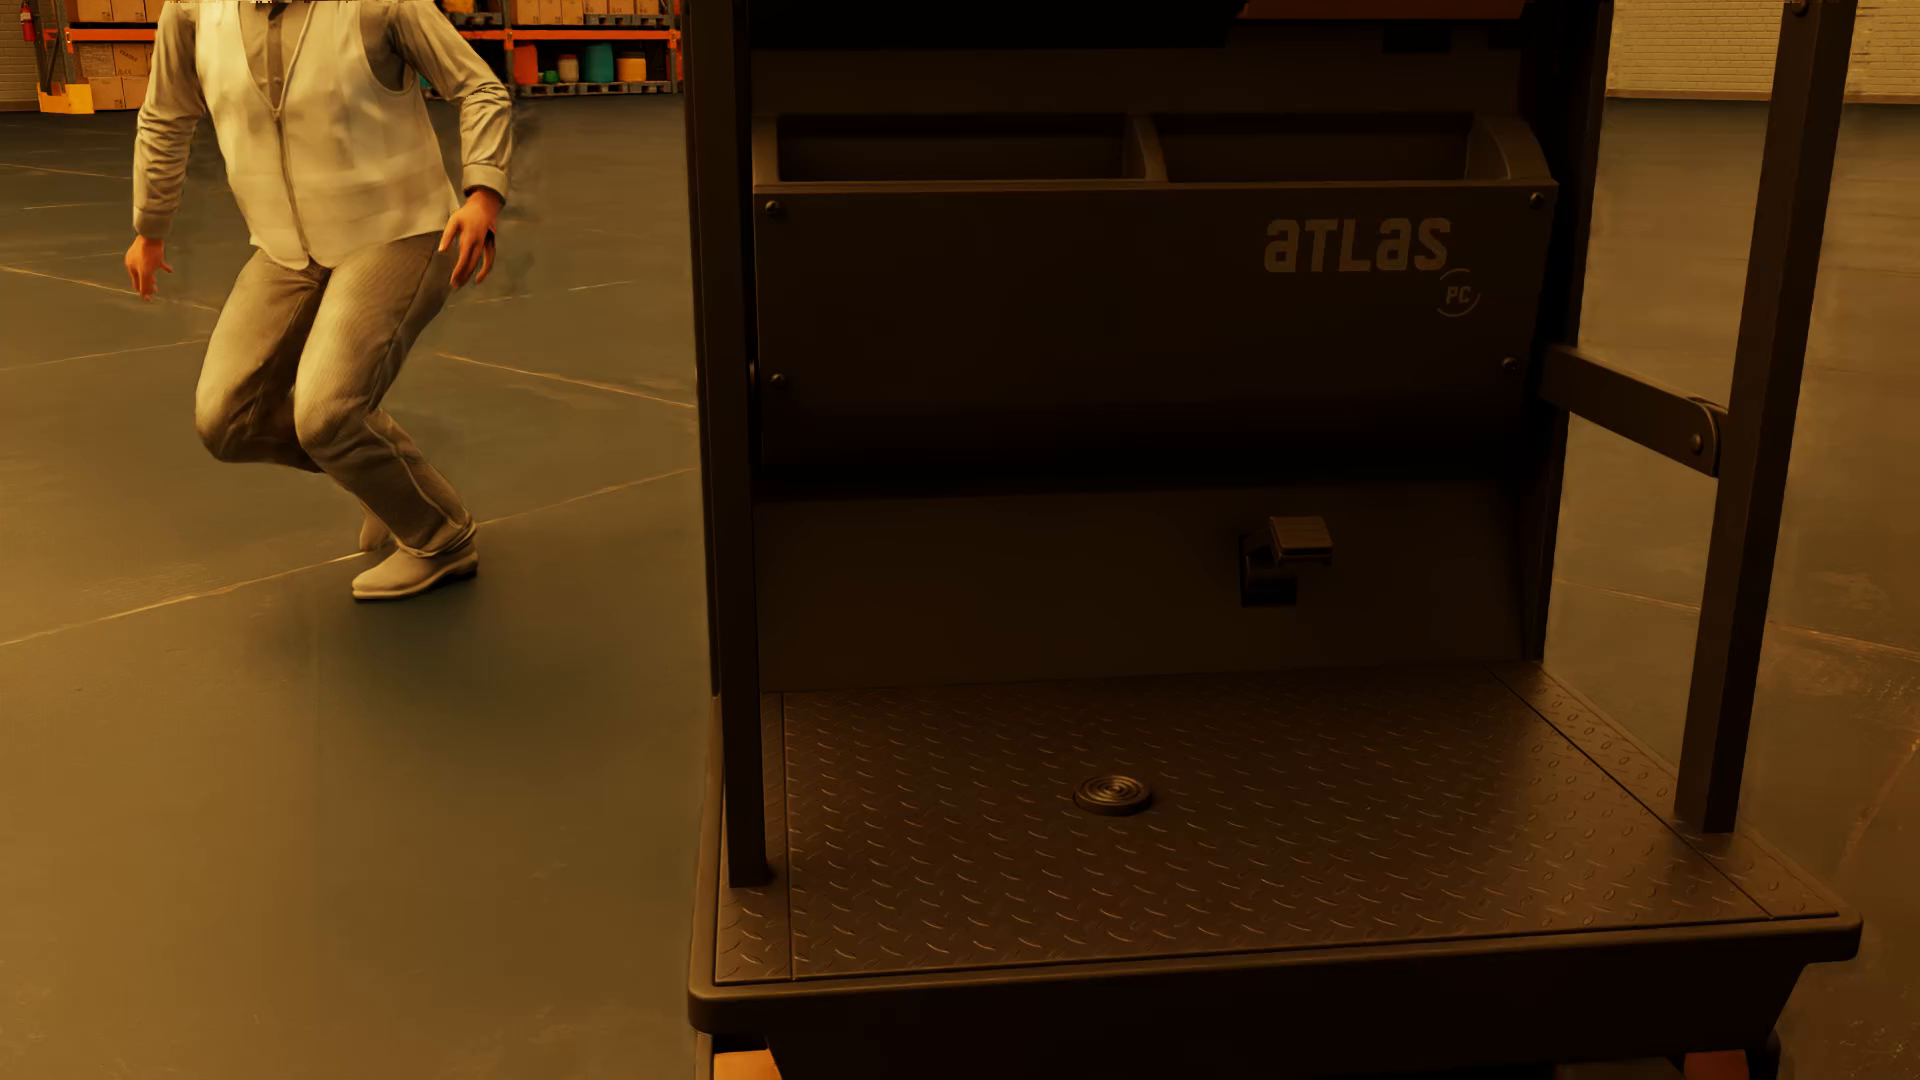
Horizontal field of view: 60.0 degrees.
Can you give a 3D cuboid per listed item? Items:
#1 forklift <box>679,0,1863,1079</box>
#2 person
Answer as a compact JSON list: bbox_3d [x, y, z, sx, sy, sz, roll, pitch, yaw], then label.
[{"bbox_3d":[0.252,-0.824,1.609,1.130,2.935,3.031,-2,17,-6],"label":"forklift"},{"bbox_3d":[-1.329,-0.663,3.473,0.891,1.594,0.575,4,17,14],"label":"person"}]
